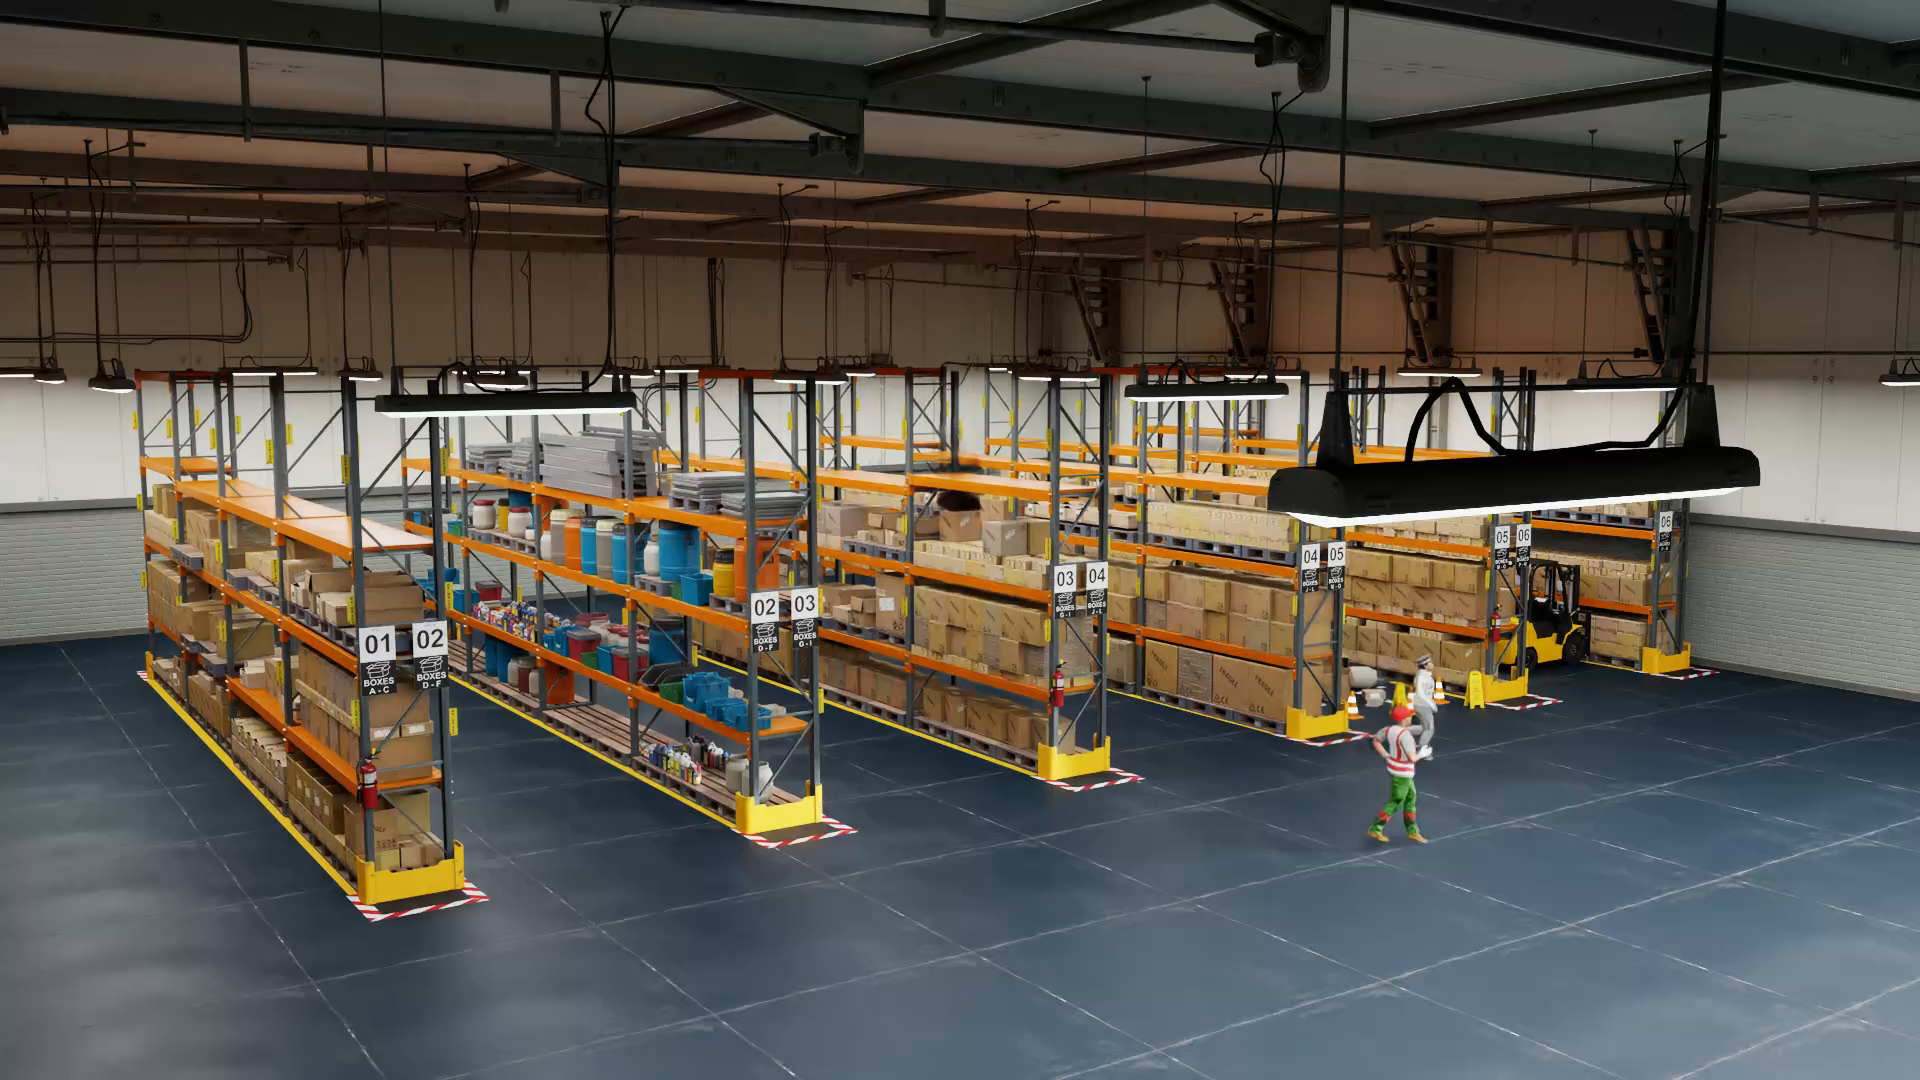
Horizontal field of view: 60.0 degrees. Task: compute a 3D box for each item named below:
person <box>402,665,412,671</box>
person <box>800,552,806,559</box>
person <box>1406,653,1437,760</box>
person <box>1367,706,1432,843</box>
[{"bbox_3d":[-9.694,2.230,28.756,0.883,1.721,0.574,6,9,43],"label":"person"},{"bbox_3d":[-3.723,1.127,38.737,0.692,1.669,0.624,-5,8,-36],"label":"person"},{"bbox_3d":[7.147,2.590,25.991,0.598,1.684,0.635,1,7,12],"label":"person"},{"bbox_3d":[5.637,3.026,21.297,0.857,1.828,0.644,-1,6,-5],"label":"person"}]
